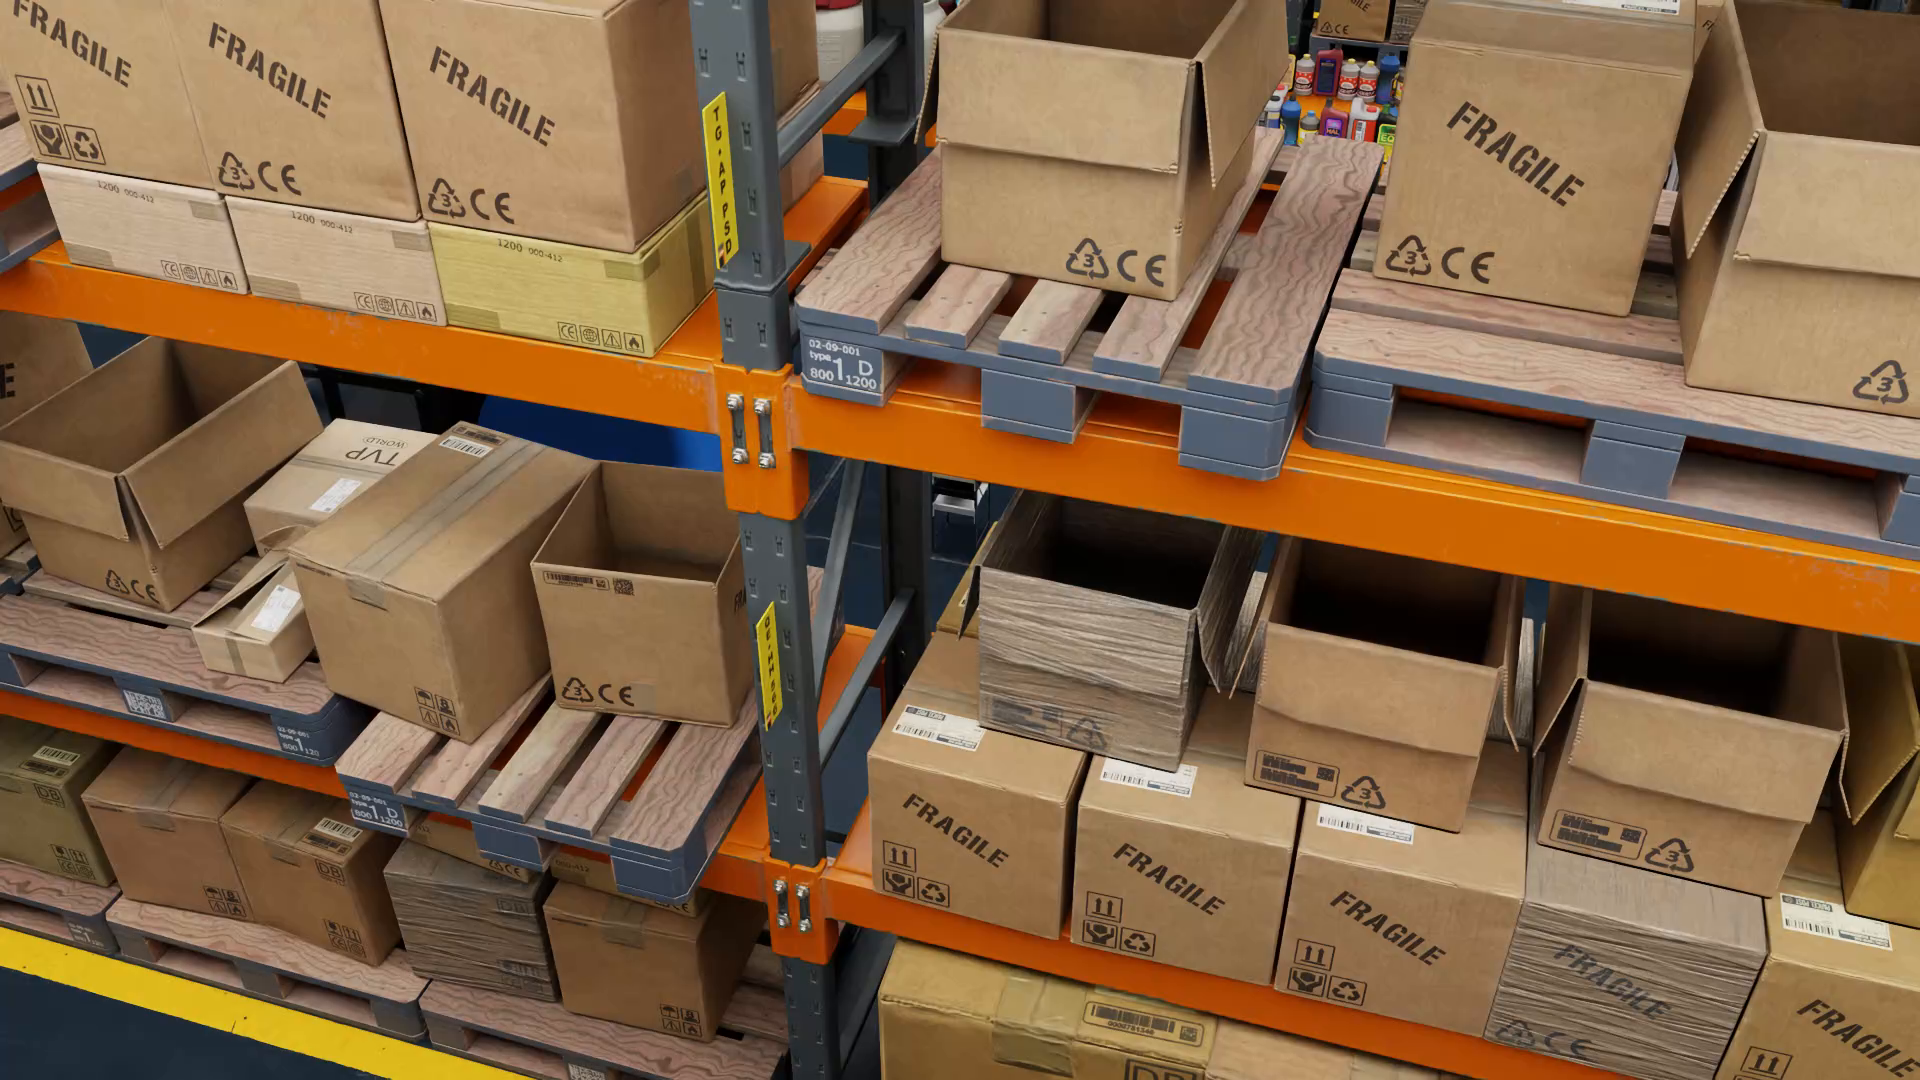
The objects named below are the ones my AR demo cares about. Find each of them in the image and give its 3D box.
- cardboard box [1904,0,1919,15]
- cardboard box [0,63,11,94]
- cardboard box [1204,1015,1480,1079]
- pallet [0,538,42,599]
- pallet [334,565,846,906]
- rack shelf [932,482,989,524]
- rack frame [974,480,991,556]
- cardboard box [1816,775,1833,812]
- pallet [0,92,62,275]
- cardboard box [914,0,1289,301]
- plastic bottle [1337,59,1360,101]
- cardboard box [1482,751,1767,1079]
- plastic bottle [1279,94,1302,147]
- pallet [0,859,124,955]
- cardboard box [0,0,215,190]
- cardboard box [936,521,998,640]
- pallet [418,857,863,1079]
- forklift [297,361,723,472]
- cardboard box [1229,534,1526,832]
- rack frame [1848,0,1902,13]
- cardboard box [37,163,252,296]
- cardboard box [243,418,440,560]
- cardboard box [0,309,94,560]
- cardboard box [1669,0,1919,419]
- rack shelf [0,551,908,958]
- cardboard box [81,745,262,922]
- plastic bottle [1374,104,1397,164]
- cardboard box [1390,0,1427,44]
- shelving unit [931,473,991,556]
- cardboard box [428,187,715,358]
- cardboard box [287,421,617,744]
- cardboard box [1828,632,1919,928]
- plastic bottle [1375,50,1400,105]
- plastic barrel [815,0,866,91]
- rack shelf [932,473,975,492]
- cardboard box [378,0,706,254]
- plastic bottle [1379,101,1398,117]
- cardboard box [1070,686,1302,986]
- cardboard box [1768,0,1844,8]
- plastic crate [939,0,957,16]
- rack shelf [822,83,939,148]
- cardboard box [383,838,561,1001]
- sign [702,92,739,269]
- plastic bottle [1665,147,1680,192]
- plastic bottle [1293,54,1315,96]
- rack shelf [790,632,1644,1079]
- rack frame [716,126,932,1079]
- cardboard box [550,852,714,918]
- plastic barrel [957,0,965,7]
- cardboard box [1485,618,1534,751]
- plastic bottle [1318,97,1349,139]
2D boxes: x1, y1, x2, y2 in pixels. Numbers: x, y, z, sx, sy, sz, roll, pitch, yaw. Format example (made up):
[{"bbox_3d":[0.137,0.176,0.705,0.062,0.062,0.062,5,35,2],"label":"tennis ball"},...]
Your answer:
[{"bbox_3d":[7.112,-3.704,11.989,0.500,0.500,0.500,10,38,14],"label":"cardboard box"},{"bbox_3d":[-2.291,-1.291,4.286,0.250,0.166,0.380,9,37,13],"label":"cardboard box"},{"bbox_3d":[1.209,1.406,4.747,0.875,0.875,1.225,11,38,14],"label":"cardboard box"},{"bbox_3d":[-3.424,0.011,5.366,1.213,0.211,1.003,10,38,14],"label":"pallet"},{"bbox_3d":[-1.004,0.435,4.790,1.003,0.211,1.213,10,38,14],"label":"pallet"},{"bbox_3d":[0.008,-0.189,7.608,0.200,0.077,0.258,10,38,14],"label":"rack shelf"},{"bbox_3d":[0.105,-0.343,7.457,0.006,0.900,0.240,10,38,14],"label":"rack frame"},{"bbox_3d":[2.204,0.691,4.197,0.500,0.500,0.500,10,37,13],"label":"cardboard box"},{"bbox_3d":[-2.562,-1.065,4.294,1.003,0.211,1.213,10,38,14],"label":"pallet"},{"bbox_3d":[0.312,-0.928,3.508,0.637,0.503,0.797,13,38,17],"label":"cardboard box"},{"bbox_3d":[2.023,-2.397,8.644,0.097,0.201,0.097,0,36,0],"label":"plastic bottle"},{"bbox_3d":[1.550,0.891,3.924,0.500,0.500,0.500,11,38,14],"label":"cardboard box"},{"bbox_3d":[1.604,-2.031,8.088,0.097,0.271,0.097,0,36,0],"label":"plastic bottle"},{"bbox_3d":[-3.367,0.977,6.245,1.213,0.211,1.003,10,38,14],"label":"pallet"},{"bbox_3d":[-1.783,-1.149,3.744,0.500,0.500,0.500,11,38,15],"label":"cardboard box"},{"bbox_3d":[0.253,0.331,4.686,0.500,0.500,0.500,12,38,15],"label":"cardboard box"},{"bbox_3d":[-1.038,1.408,5.659,1.213,0.211,1.003,10,38,14],"label":"pallet"},{"bbox_3d":[-2.468,-1.567,7.407,3.031,2.935,1.130,10,37,13],"label":"forklift"},{"bbox_3d":[1.022,0.235,3.970,0.637,0.503,0.797,11,38,15],"label":"cardboard box"},{"bbox_3d":[6.483,-4.474,11.298,0.127,3.000,1.000,10,38,14],"label":"rack frame"},{"bbox_3d":[-1.775,-0.839,3.956,0.500,0.250,0.500,12,38,15],"label":"cardboard box"},{"bbox_3d":[-1.823,-0.111,5.143,0.500,0.250,0.500,9,37,13],"label":"cardboard box"},{"bbox_3d":[-3.394,-0.474,5.004,1.000,1.000,1.000,11,38,14],"label":"cardboard box"},{"bbox_3d":[1.664,-0.646,3.125,0.637,0.503,0.797,10,38,13],"label":"cardboard box"},{"bbox_3d":[-2.201,0.360,5.337,4.000,0.370,1.077,10,38,14],"label":"rack shelf"},{"bbox_3d":[-2.547,0.861,5.788,0.500,0.500,0.700,7,37,10],"label":"cardboard box"},{"bbox_3d":[2.057,-1.941,7.955,0.133,0.283,0.061,10,38,14],"label":"plastic bottle"},{"bbox_3d":[3.516,-4.019,12.418,0.500,0.500,0.500,9,37,12],"label":"cardboard box"},{"bbox_3d":[0.008,-0.361,7.481,0.210,0.900,0.258,10,38,14],"label":"shelving unit"},{"bbox_3d":[-0.819,-0.669,3.725,0.500,0.250,0.500,11,38,14],"label":"cardboard box"},{"bbox_3d":[-1.382,0.100,4.646,0.500,0.500,0.700,16,39,21],"label":"cardboard box"},{"bbox_3d":[2.262,0.450,3.677,0.637,0.503,0.797,11,38,14],"label":"cardboard box"},{"bbox_3d":[2.209,-2.391,8.576,0.097,0.271,0.097,0,36,0],"label":"plastic bottle"},{"bbox_3d":[-0.672,-2.641,8.693,0.433,0.535,0.433,0,36,0],"label":"plastic barrel"},{"bbox_3d":[0.008,-0.334,7.501,0.200,0.077,0.258,10,38,14],"label":"rack shelf"},{"bbox_3d":[-0.822,-0.969,3.499,0.500,0.500,0.500,11,38,15],"label":"cardboard box"},{"bbox_3d":[2.064,-1.984,8.024,0.097,0.271,0.097,0,36,0],"label":"plastic bottle"},{"bbox_3d":[0.584,0.713,4.166,0.500,0.500,0.500,10,37,13],"label":"cardboard box"},{"bbox_3d":[5.927,-3.569,11.806,0.500,0.500,0.500,10,38,14],"label":"cardboard box"},{"bbox_3d":[-0.266,-2.863,9.055,0.583,0.464,0.402,10,38,14],"label":"plastic crate"},{"bbox_3d":[-0.724,-2.442,9.145,4.000,0.370,1.077,10,38,14],"label":"rack shelf"},{"bbox_3d":[-1.471,1.055,5.523,0.500,0.500,0.700,8,37,10],"label":"cardboard box"},{"bbox_3d":[-0.456,-0.686,3.185,0.005,0.325,0.100,10,38,14],"label":"sign"},{"bbox_3d":[3.350,-1.727,7.670,0.135,0.276,0.152,10,38,14],"label":"plastic bottle"},{"bbox_3d":[1.803,-2.438,8.699,0.097,0.201,0.097,0,36,0],"label":"plastic bottle"},{"bbox_3d":[1.617,1.067,4.377,4.000,0.370,1.077,10,38,14],"label":"rack shelf"},{"bbox_3d":[-0.292,0.424,4.644,0.127,3.000,1.000,10,38,14],"label":"rack frame"},{"bbox_3d":[-0.941,0.850,5.170,0.500,0.250,0.500,12,38,16],"label":"cardboard box"},{"bbox_3d":[0.139,-2.485,8.501,0.421,0.512,0.421,0,36,0],"label":"plastic barrel"},{"bbox_3d":[1.224,0.512,4.440,0.500,0.500,0.500,9,37,12],"label":"cardboard box"},{"bbox_3d":[1.801,-1.988,8.019,0.133,0.283,0.061,10,38,14],"label":"plastic bottle"}]
